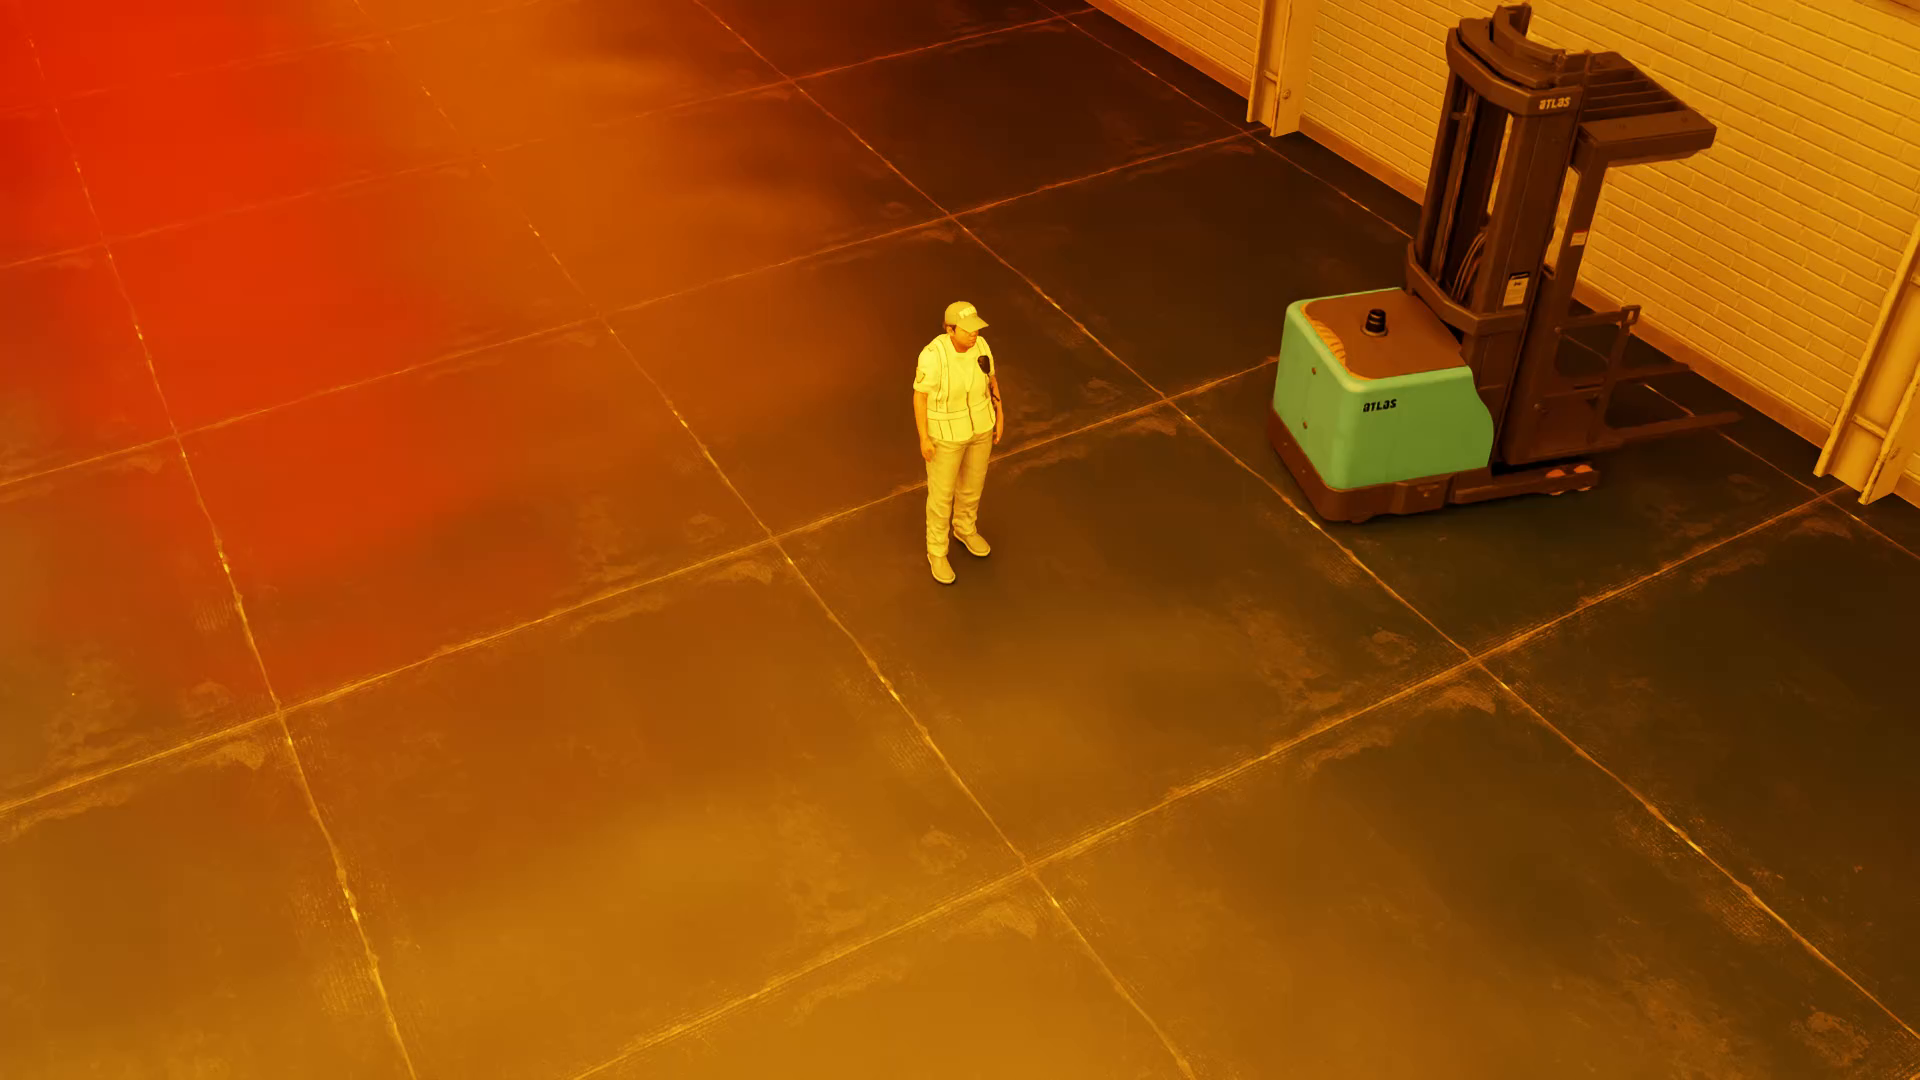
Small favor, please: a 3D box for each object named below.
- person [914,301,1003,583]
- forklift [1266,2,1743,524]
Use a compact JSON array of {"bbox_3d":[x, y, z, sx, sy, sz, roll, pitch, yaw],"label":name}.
[{"bbox_3d":[0.019,-0.598,9.735,0.598,1.670,0.529,-20,44,-23],"label":"person"},{"bbox_3d":[3.612,-1.733,10.126,3.031,2.935,1.130,-9,41,-11],"label":"forklift"}]
